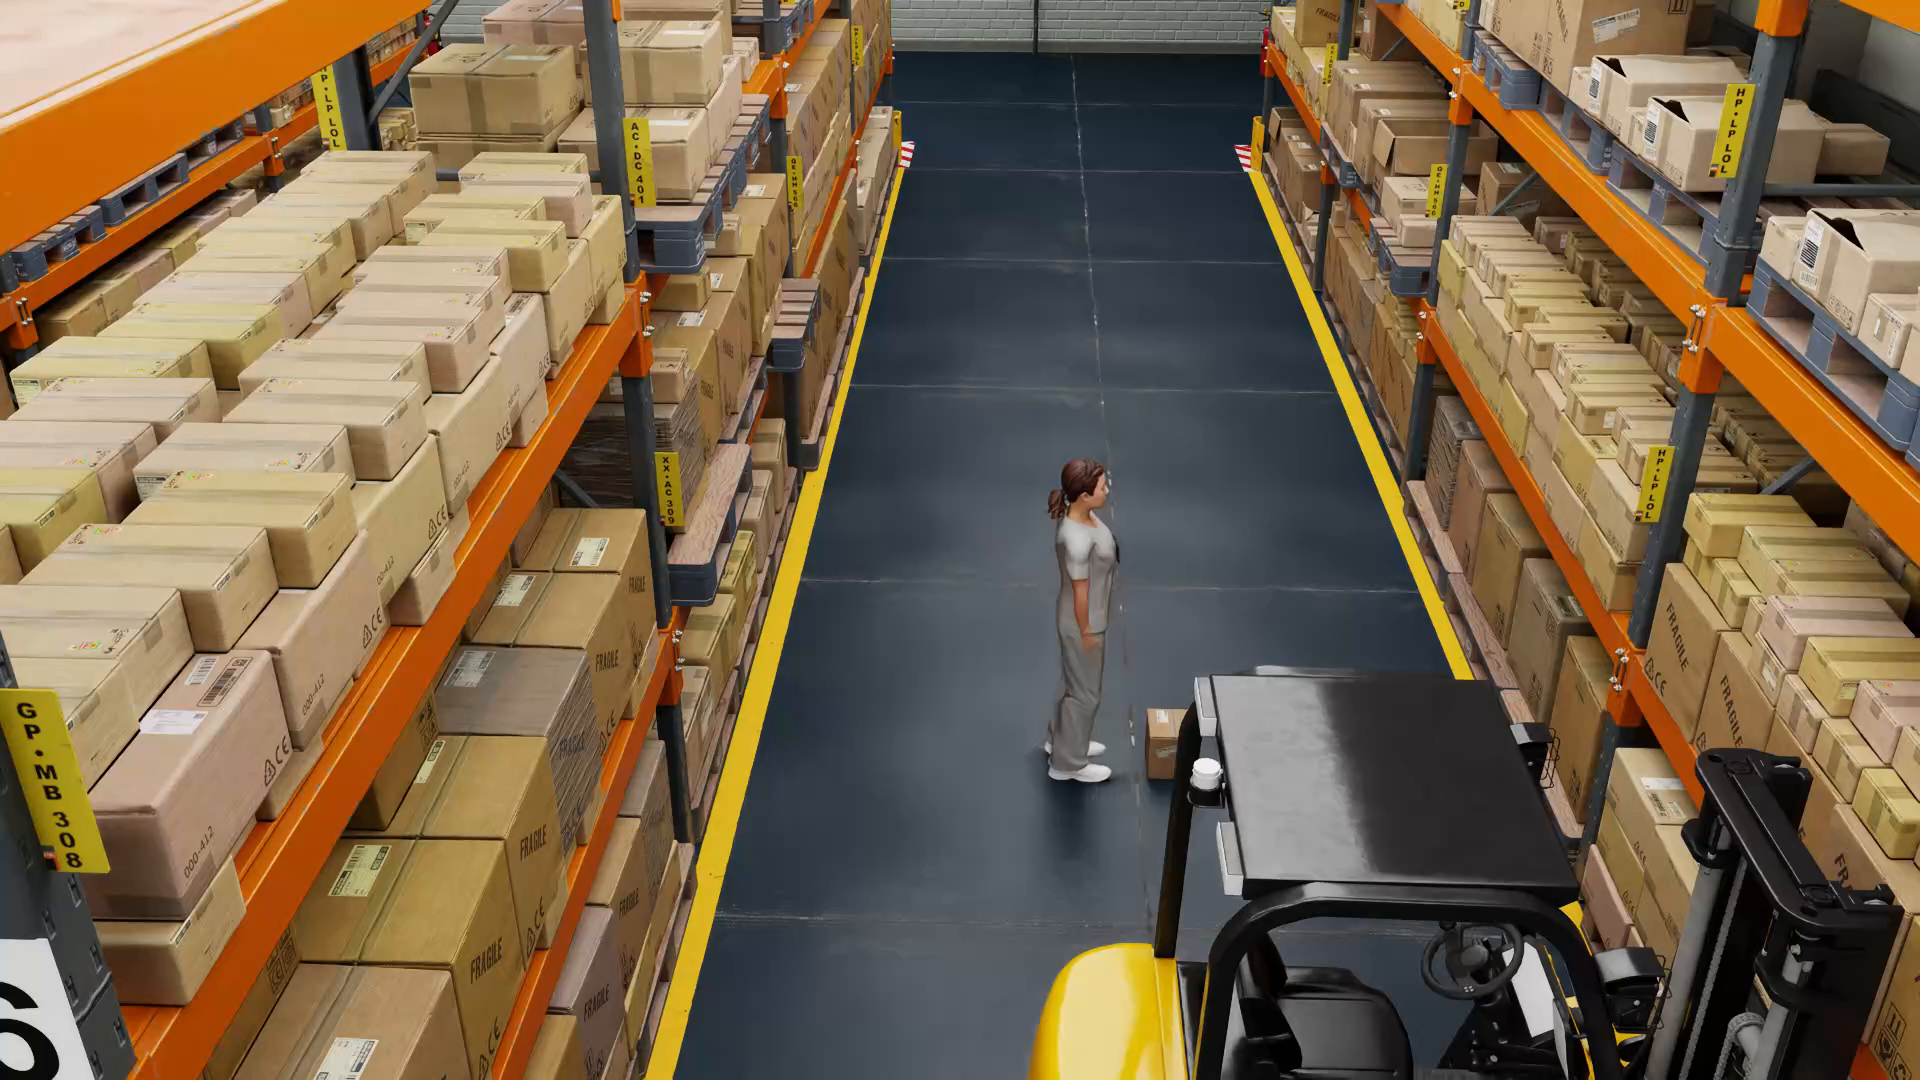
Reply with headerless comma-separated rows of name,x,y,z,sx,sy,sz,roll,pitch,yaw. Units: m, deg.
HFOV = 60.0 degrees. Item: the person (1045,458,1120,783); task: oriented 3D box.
person,0.570,0.382,7.932,0.362,1.683,0.436,2,28,3
